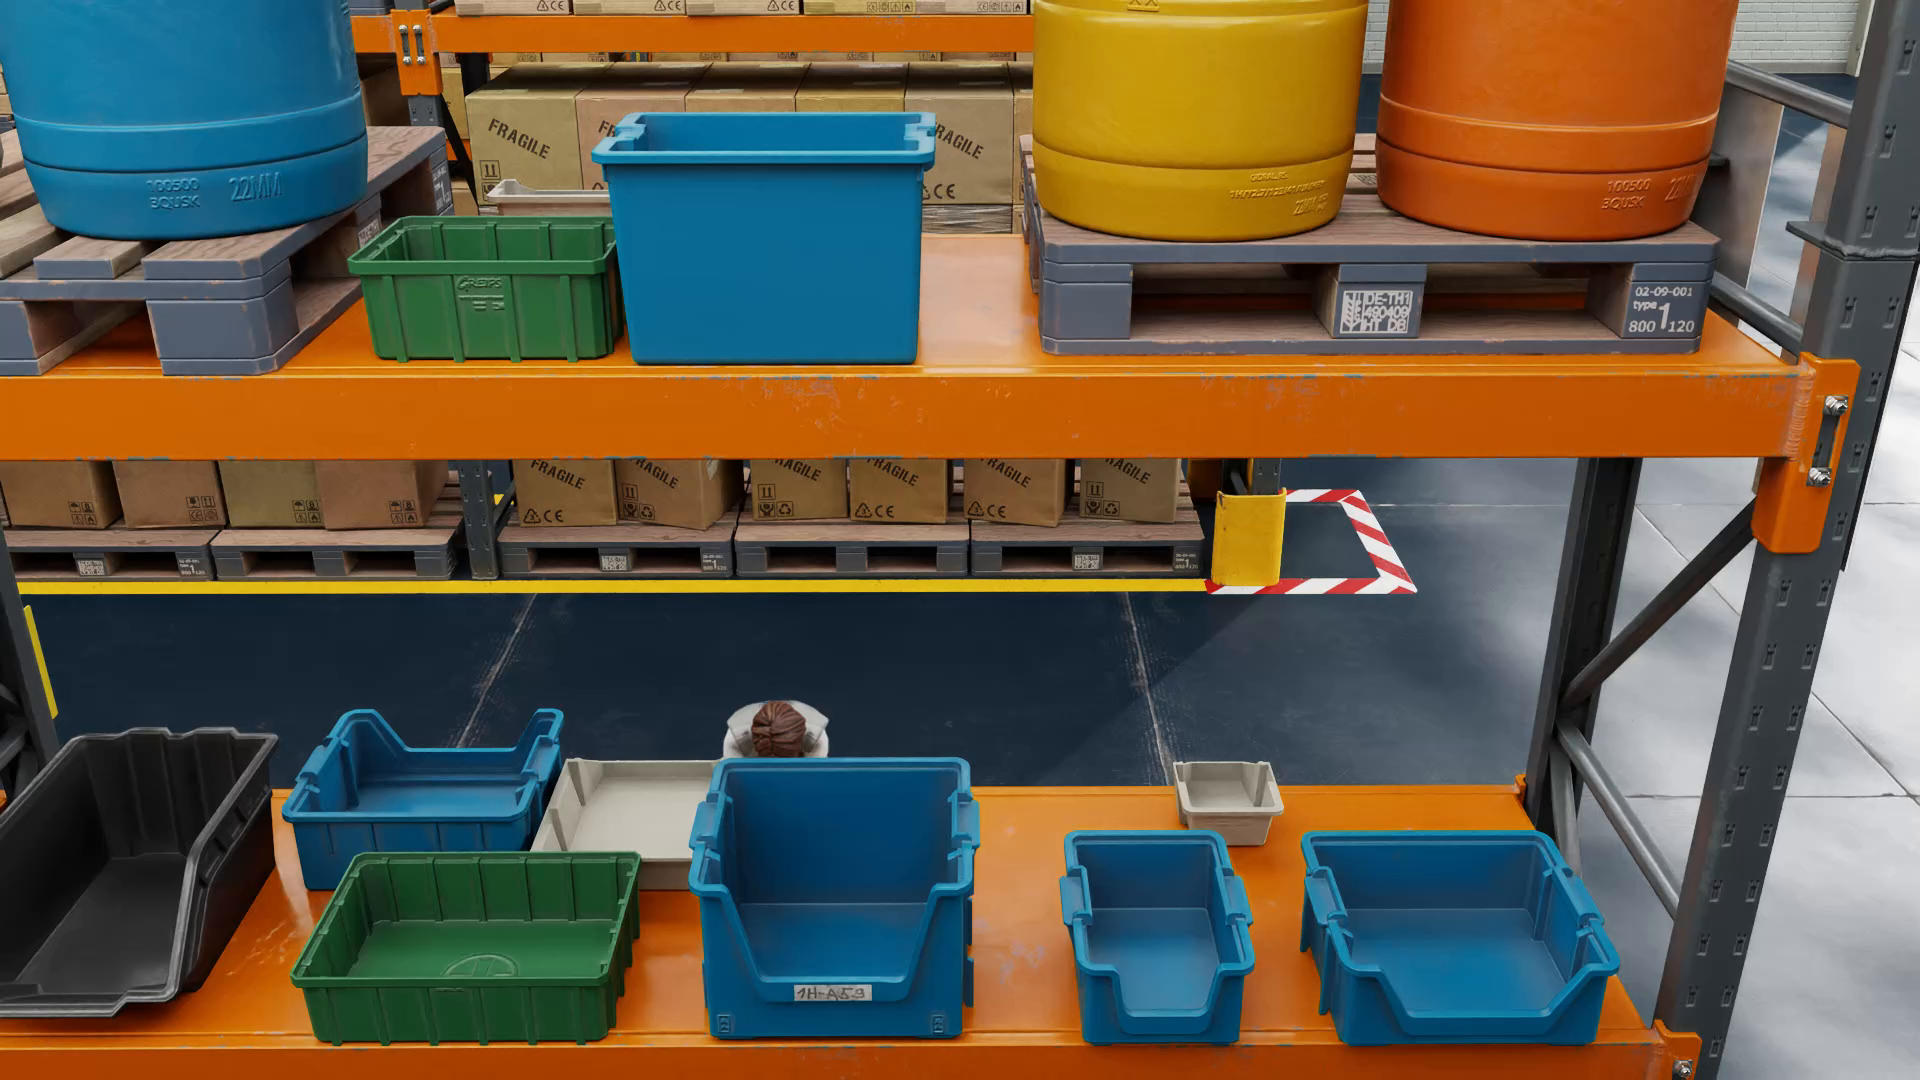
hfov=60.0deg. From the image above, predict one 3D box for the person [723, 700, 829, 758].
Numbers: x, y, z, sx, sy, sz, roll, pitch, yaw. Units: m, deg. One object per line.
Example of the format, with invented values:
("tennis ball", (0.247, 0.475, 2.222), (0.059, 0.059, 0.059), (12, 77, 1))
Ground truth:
("person", (-0.673, 0.894, 6.013), (0.425, 0.894, 0.825), (-1, 24, -2))
